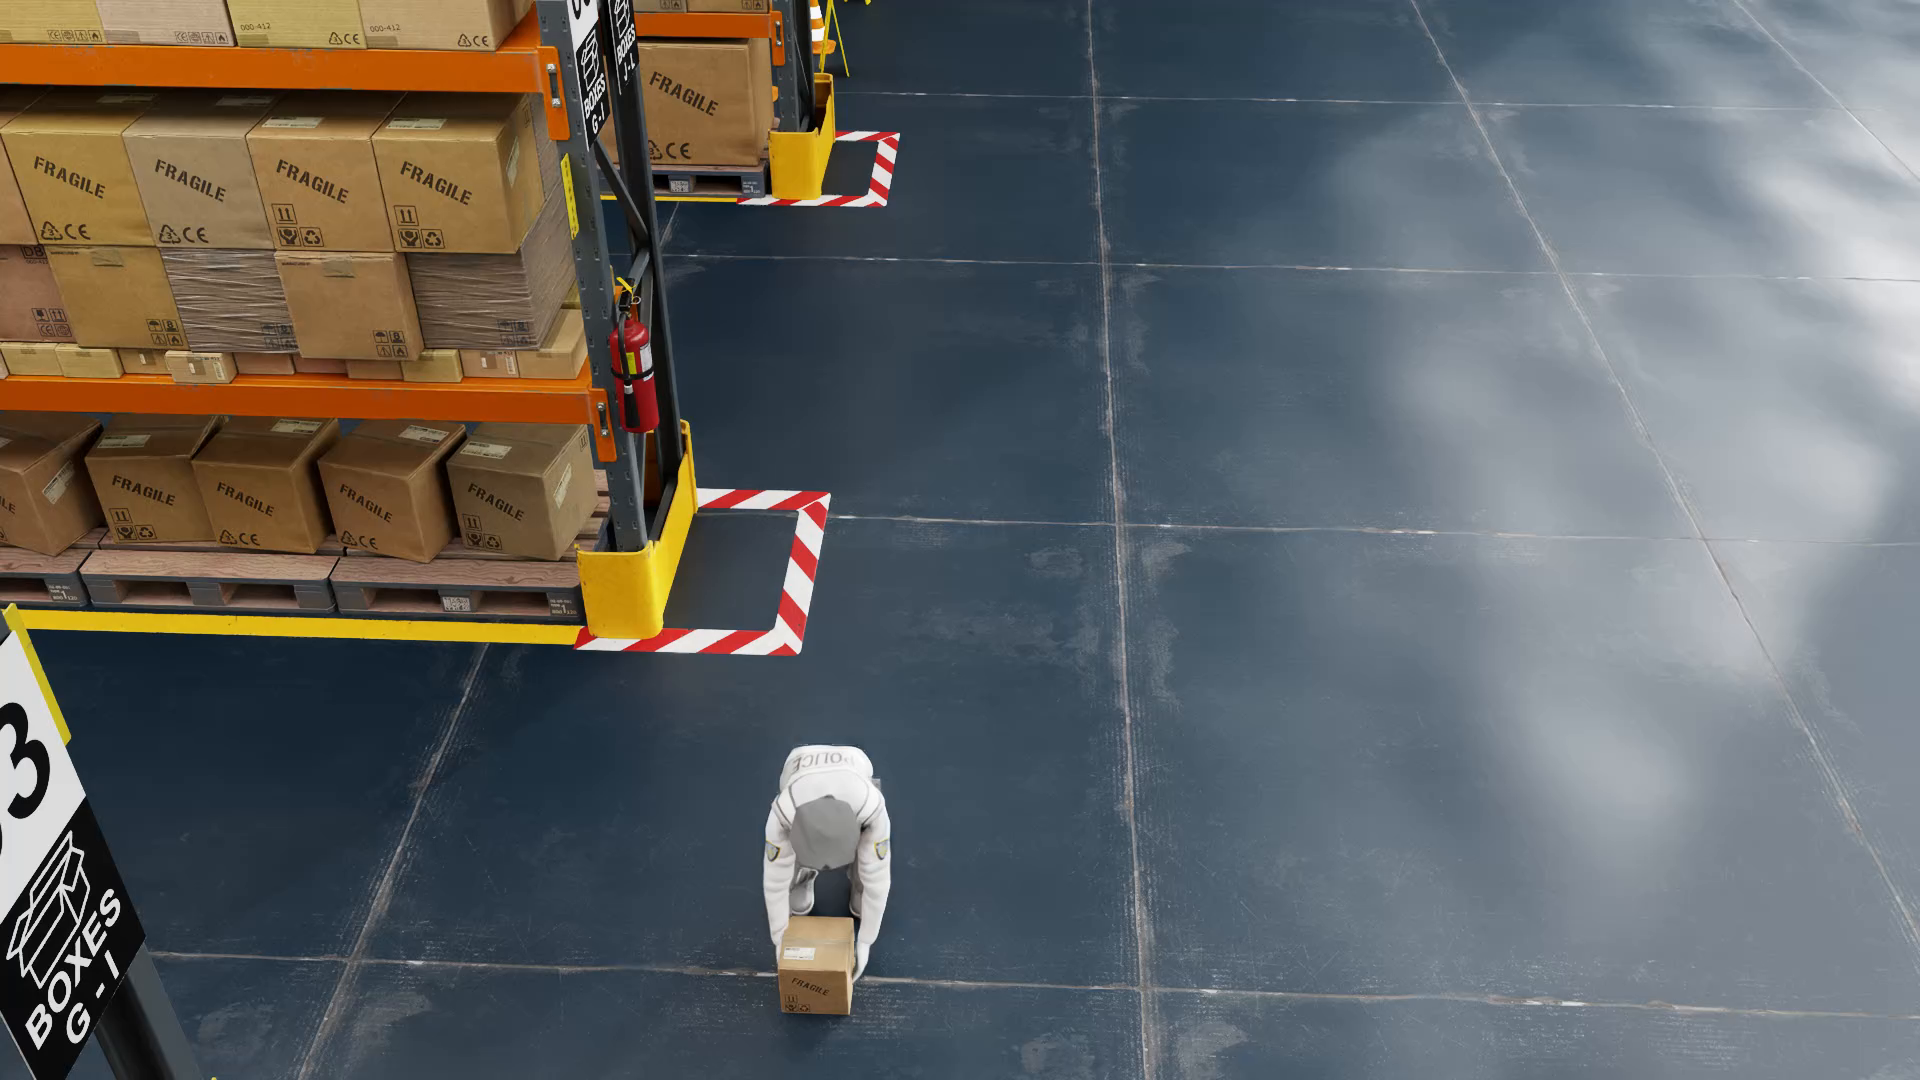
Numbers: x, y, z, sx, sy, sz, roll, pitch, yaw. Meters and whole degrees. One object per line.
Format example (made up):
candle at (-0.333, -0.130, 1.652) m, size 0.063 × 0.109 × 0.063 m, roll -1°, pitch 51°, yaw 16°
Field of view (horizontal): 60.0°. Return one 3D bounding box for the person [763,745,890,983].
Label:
person at (-0.493, 1.121, 6.226) m, size 0.485 × 0.898 × 0.856 m, roll 1°, pitch 36°, yaw 2°
